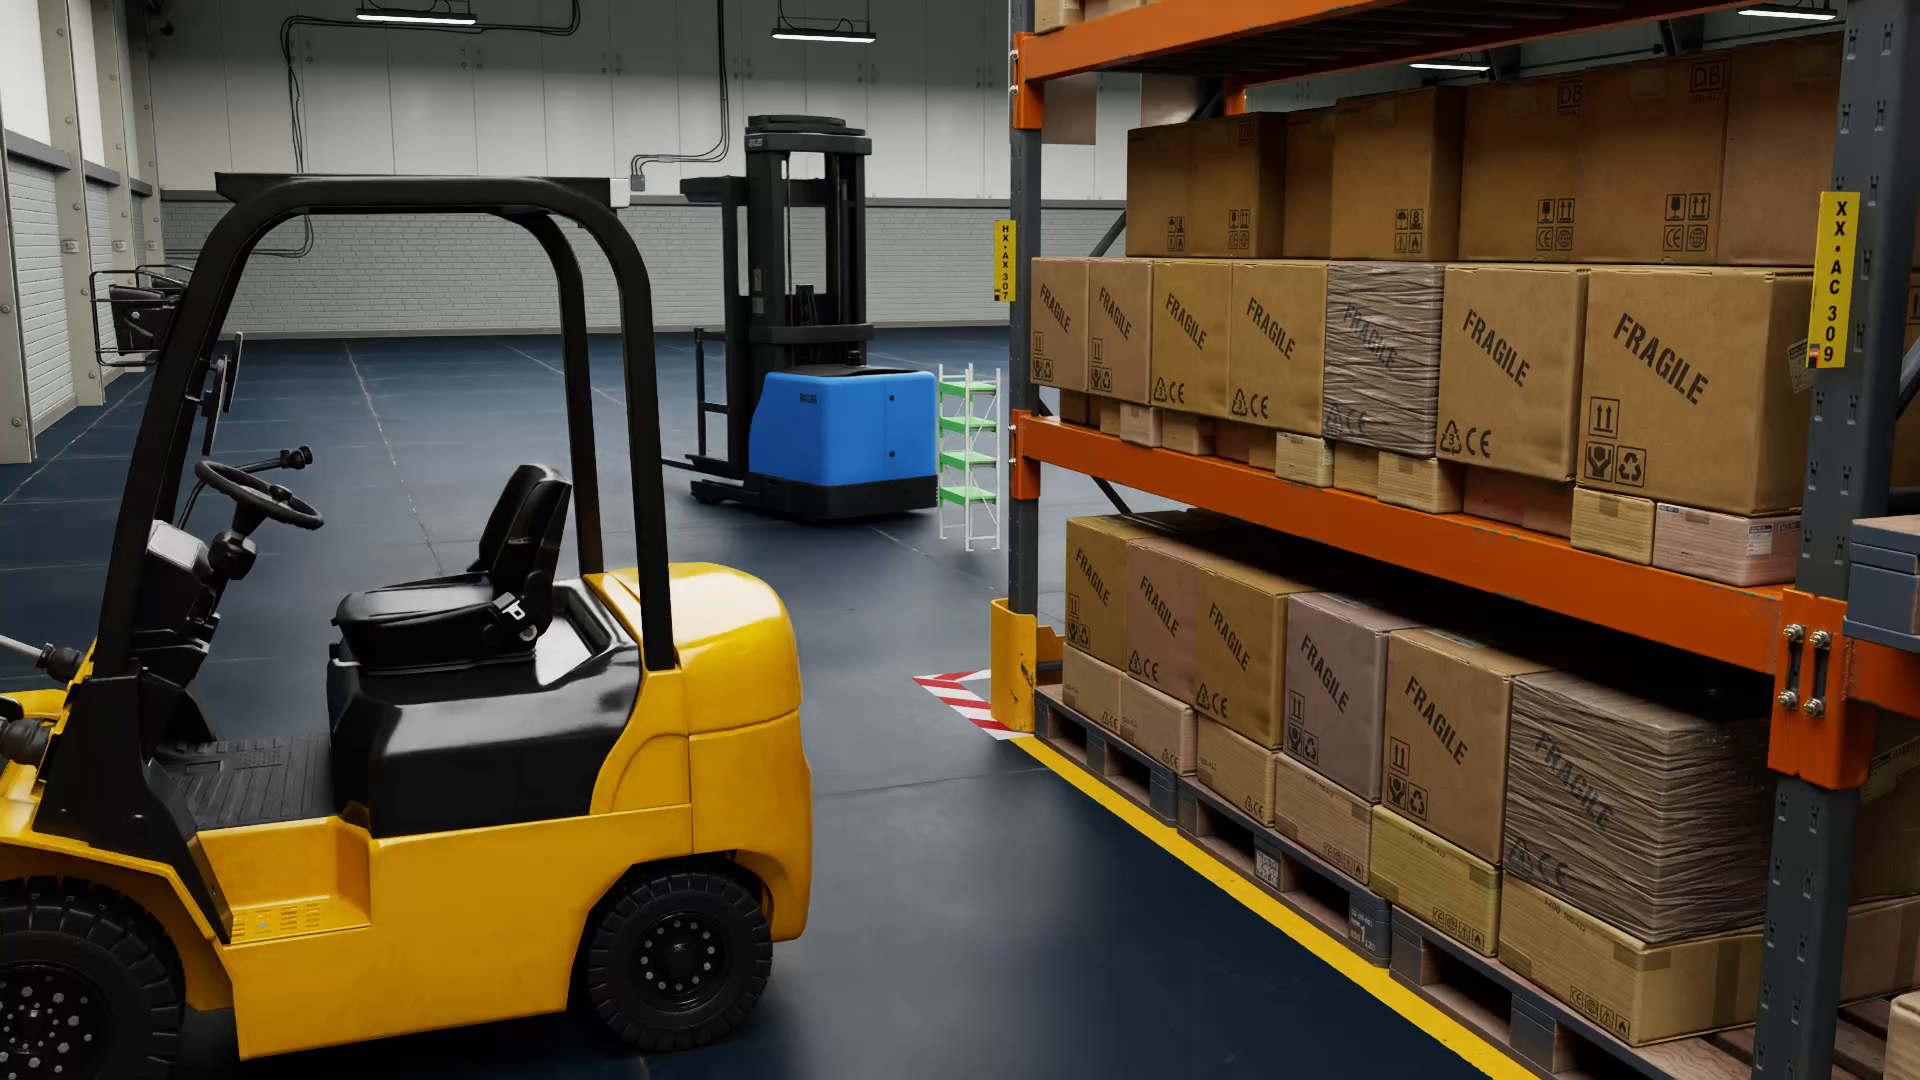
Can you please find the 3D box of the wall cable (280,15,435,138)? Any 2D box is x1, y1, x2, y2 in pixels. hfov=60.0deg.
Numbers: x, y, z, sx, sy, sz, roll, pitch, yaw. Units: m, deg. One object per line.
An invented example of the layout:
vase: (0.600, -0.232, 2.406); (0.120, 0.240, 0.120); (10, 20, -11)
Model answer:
wall cable: (-12.705, -9.807, 35.303); (3.097, 2.526, 0.112); (-4, 11, -21)

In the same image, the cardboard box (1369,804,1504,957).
cardboard box: (1.475, 0.885, 4.529); (0.500, 0.250, 0.500); (-4, 11, -22)

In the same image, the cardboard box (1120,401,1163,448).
cardboard box: (0.797, -0.423, 5.952); (0.380, 0.149, 0.250); (-4, 11, -20)

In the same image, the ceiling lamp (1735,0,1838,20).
ceiling lamp: (14.046, -10.553, 28.385); (2.000, 3.185, 0.800); (-4, 11, -21)

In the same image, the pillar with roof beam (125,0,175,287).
pillar with roof beam: (-11.379, -8.386, 32.869); (9.100, 9.000, 0.548); (-4, 11, -21)

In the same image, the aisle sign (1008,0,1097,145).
aisle sign: (0.381, -2.019, 6.783); (0.394, 0.787, 0.004); (-4, 11, -21)

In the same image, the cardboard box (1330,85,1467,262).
cardboard box: (1.590, -1.117, 5.145); (0.700, 0.500, 0.500); (-4, 11, -21)

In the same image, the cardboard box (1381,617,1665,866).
cardboard box: (1.491, 0.520, 4.445); (0.500, 0.500, 0.500); (-4, 11, -20)

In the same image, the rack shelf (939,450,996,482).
rack shelf: (0.060, -0.501, 11.174); (0.258, 0.148, 0.480); (-4, 11, -21)

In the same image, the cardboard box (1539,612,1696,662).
cardboard box: (1.975, 0.482, 4.657); (0.500, 0.500, 0.500); (-3, 11, -19)

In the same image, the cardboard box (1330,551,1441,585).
cardboard box: (1.594, 0.311, 5.617); (0.500, 0.500, 0.500); (-4, 11, -22)

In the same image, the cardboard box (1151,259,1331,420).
cardboard box: (0.982, -0.682, 5.555); (0.500, 0.500, 0.500); (-4, 11, -22)

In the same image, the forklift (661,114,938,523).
forklift: (-1.478, -1.774, 13.022); (1.130, 2.935, 3.031); (-8, 13, -38)

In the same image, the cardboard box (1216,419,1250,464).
cardboard box: (1.074, -0.344, 5.506); (0.380, 0.149, 0.250); (-4, 11, -19)

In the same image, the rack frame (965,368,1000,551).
rack frame: (0.148, -0.524, 10.939); (0.240, 1.200, 0.015); (-4, 11, -21)

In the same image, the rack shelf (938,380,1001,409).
rack shelf: (0.060, -0.973, 11.090); (0.258, 0.148, 0.480); (-4, 11, -21)

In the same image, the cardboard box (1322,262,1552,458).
cardboard box: (1.364, -0.516, 4.622); (0.500, 0.500, 0.500); (-4, 11, -19)

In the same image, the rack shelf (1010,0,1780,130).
rack shelf: (1.417, -1.545, 5.029); (1.077, 0.370, 4.000); (-4, 11, -21)

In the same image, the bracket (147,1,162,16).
bracket: (-14.910, -9.840, 30.763); (0.235, 0.232, 0.430); (-4, 11, -21)

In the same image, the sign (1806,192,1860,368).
sign: (1.639, -0.486, 3.117); (0.100, 0.325, 0.005); (-4, 11, -21)

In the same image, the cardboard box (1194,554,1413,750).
cardboard box: (1.104, 0.350, 5.401); (0.500, 0.500, 0.500); (-4, 11, -20)

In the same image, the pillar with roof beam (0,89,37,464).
pillar with roof beam: (-4.856, -5.448, 16.352); (9.100, 9.000, 0.400); (-4, 11, -21)

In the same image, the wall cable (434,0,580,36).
wall cable: (-9.821, -12.243, 36.009); (3.097, 2.526, 0.112); (-4, 11, -21)

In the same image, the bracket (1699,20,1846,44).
bracket: (16.895, -10.394, 33.879); (0.076, 0.066, 4.783); (-4, 11, -21)

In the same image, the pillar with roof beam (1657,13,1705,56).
pillar with roof beam: (12.129, -8.859, 35.530); (9.100, 9.000, 0.548); (-4, 11, -21)

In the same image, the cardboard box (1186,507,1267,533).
cardboard box: (1.226, 0.143, 6.560); (0.500, 0.500, 0.500); (-4, 11, -21)

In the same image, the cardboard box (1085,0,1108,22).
cardboard box: (0.689, -1.990, 6.194); (0.380, 0.149, 0.250); (-4, 11, -23)

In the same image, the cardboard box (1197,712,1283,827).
cardboard box: (1.114, 0.720, 5.462); (0.500, 0.250, 0.500); (-3, 11, -17)

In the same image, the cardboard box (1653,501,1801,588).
cardboard box: (1.741, -0.005, 3.602); (0.380, 0.149, 0.250); (-4, 11, -21)

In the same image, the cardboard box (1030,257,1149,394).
cardboard box: (0.606, -0.849, 6.496); (0.500, 0.500, 0.500); (-4, 11, -22)

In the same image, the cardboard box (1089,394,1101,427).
cardboard box: (0.728, -0.516, 6.474); (0.380, 0.149, 0.250); (-4, 11, -20)

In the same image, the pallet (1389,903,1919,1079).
pallet: (1.866, 1.170, 4.242); (1.003, 0.211, 1.213); (-4, 11, -21)

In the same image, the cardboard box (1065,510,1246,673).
cardboard box: (0.736, 0.182, 6.342); (0.500, 0.500, 0.500); (-4, 11, -23)

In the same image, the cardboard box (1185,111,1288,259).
cardboard box: (1.257, -1.284, 6.084); (0.700, 0.500, 0.500); (-4, 11, -20)

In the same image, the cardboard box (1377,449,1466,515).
cardboard box: (1.370, -0.171, 4.533); (0.380, 0.149, 0.250); (-4, 11, -22)

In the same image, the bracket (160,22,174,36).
bracket: (-16.070, -10.362, 33.700); (0.235, 0.232, 0.430); (-4, 11, -21)

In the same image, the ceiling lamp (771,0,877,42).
ceiling lamp: (-2.677, -11.126, 31.607); (2.000, 3.185, 0.800); (-4, 11, -21)

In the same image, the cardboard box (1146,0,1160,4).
cardboard box: (0.865, -1.906, 5.721); (0.380, 0.149, 0.250); (-4, 11, -21)

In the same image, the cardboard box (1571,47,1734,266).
cardboard box: (2.020, -0.954, 4.229); (0.700, 0.500, 0.500); (-4, 11, -21)

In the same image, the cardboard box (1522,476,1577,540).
cardboard box: (1.623, -0.093, 4.096); (0.380, 0.149, 0.250); (-4, 11, -21)

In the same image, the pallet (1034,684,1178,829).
pallet: (0.981, 0.771, 6.481); (1.003, 0.211, 1.213); (-4, 11, -21)

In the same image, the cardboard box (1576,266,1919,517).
cardboard box: (1.749, -0.348, 3.678); (0.500, 0.500, 0.500); (-4, 11, -22)

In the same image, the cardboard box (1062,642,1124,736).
cardboard box: (0.727, 0.547, 6.429); (0.500, 0.250, 0.500); (-4, 11, -21)

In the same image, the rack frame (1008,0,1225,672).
rack frame: (0.692, -0.749, 7.064); (1.000, 3.000, 0.127); (-4, 11, -21)

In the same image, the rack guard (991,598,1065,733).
rack guard: (0.720, 0.494, 7.213); (1.175, 0.500, 0.348); (-4, 11, -21)

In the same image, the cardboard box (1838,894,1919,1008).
cardboard box: (2.180, 0.938, 4.236); (0.500, 0.250, 0.500); (-4, 11, -24)

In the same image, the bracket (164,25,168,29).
bracket: (-15.856, -10.266, 33.158); (0.076, 0.066, 3.189); (-4, 11, -21)

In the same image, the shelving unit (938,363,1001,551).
shelving unit: (0.060, -0.564, 11.163); (0.258, 1.200, 0.503); (-4, 11, -21)

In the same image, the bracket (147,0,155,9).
bracket: (-13.977, -9.419, 28.399); (0.076, 0.066, 4.783); (-4, 11, -21)

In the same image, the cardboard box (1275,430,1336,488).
cardboard box: (1.178, -0.254, 5.002); (0.380, 0.149, 0.250); (-4, 11, -20)

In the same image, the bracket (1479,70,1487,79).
bracket: (13.486, -11.929, 42.510); (0.235, 0.232, 0.430); (-4, 11, -21)
